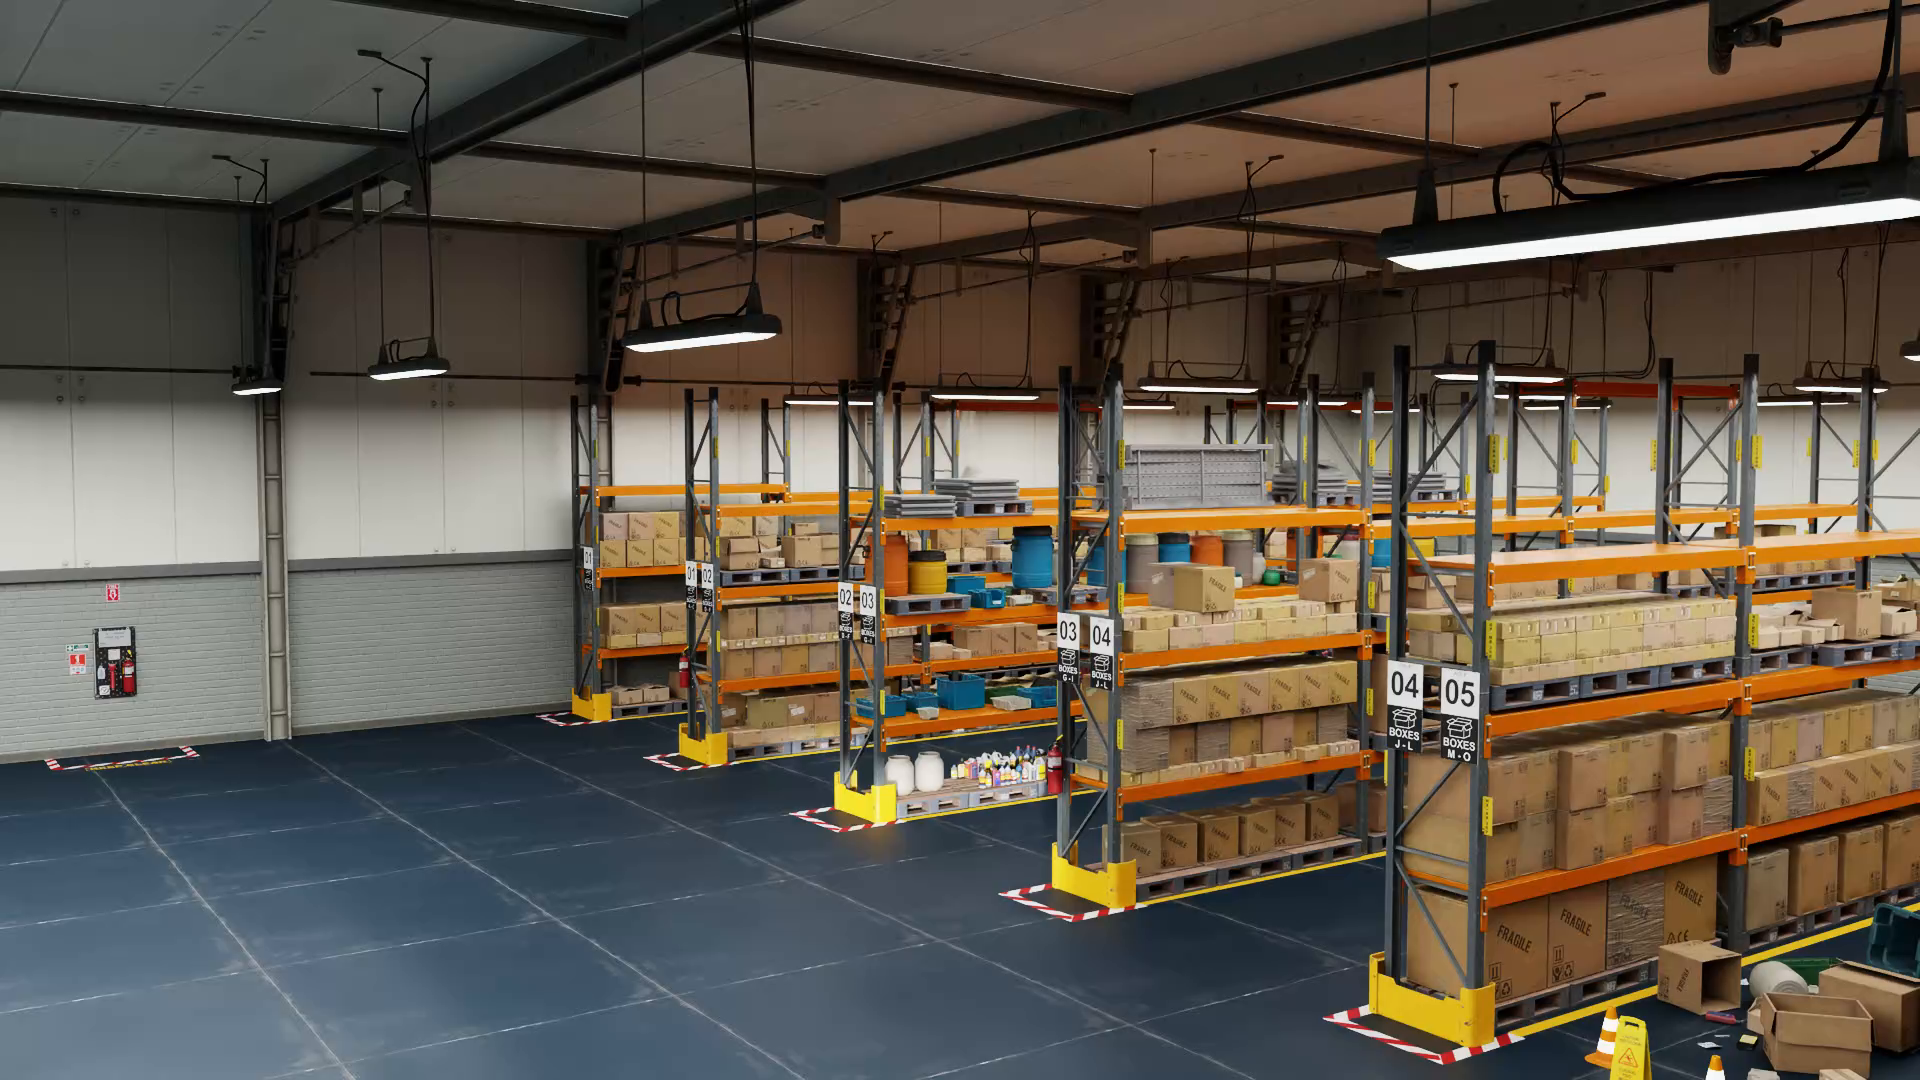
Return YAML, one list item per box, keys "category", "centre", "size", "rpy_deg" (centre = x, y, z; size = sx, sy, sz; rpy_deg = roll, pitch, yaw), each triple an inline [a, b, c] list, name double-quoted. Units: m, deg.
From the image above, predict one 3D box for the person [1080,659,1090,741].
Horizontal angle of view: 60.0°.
- category: "person"
  centre: [2.407, 2.630, 28.831]
  size: [0.895, 1.703, 0.636]
  rpy_deg: [-3, 5, -45]
